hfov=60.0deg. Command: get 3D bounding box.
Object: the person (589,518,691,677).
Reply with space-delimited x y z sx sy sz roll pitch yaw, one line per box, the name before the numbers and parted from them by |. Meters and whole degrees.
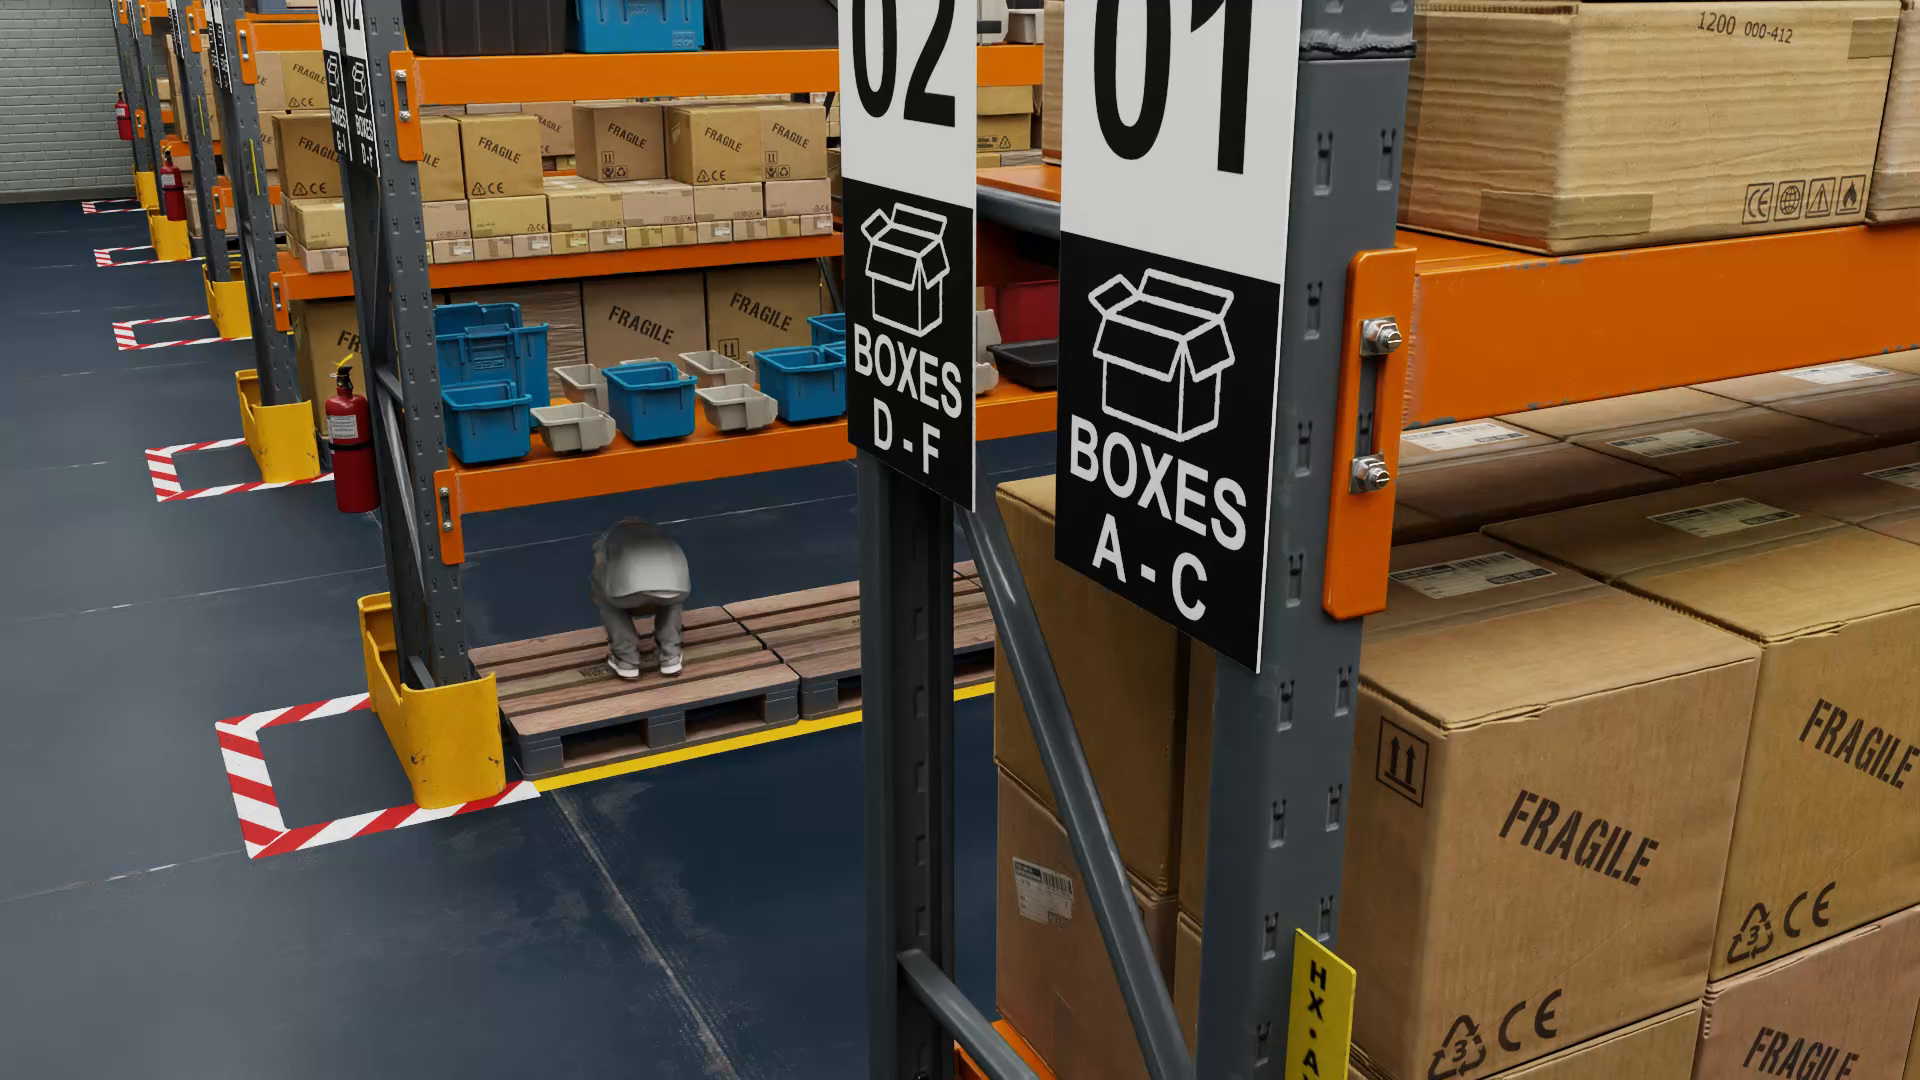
person | -1.433 0.181 7.363 0.406 0.645 1.127 -6 20 -16
